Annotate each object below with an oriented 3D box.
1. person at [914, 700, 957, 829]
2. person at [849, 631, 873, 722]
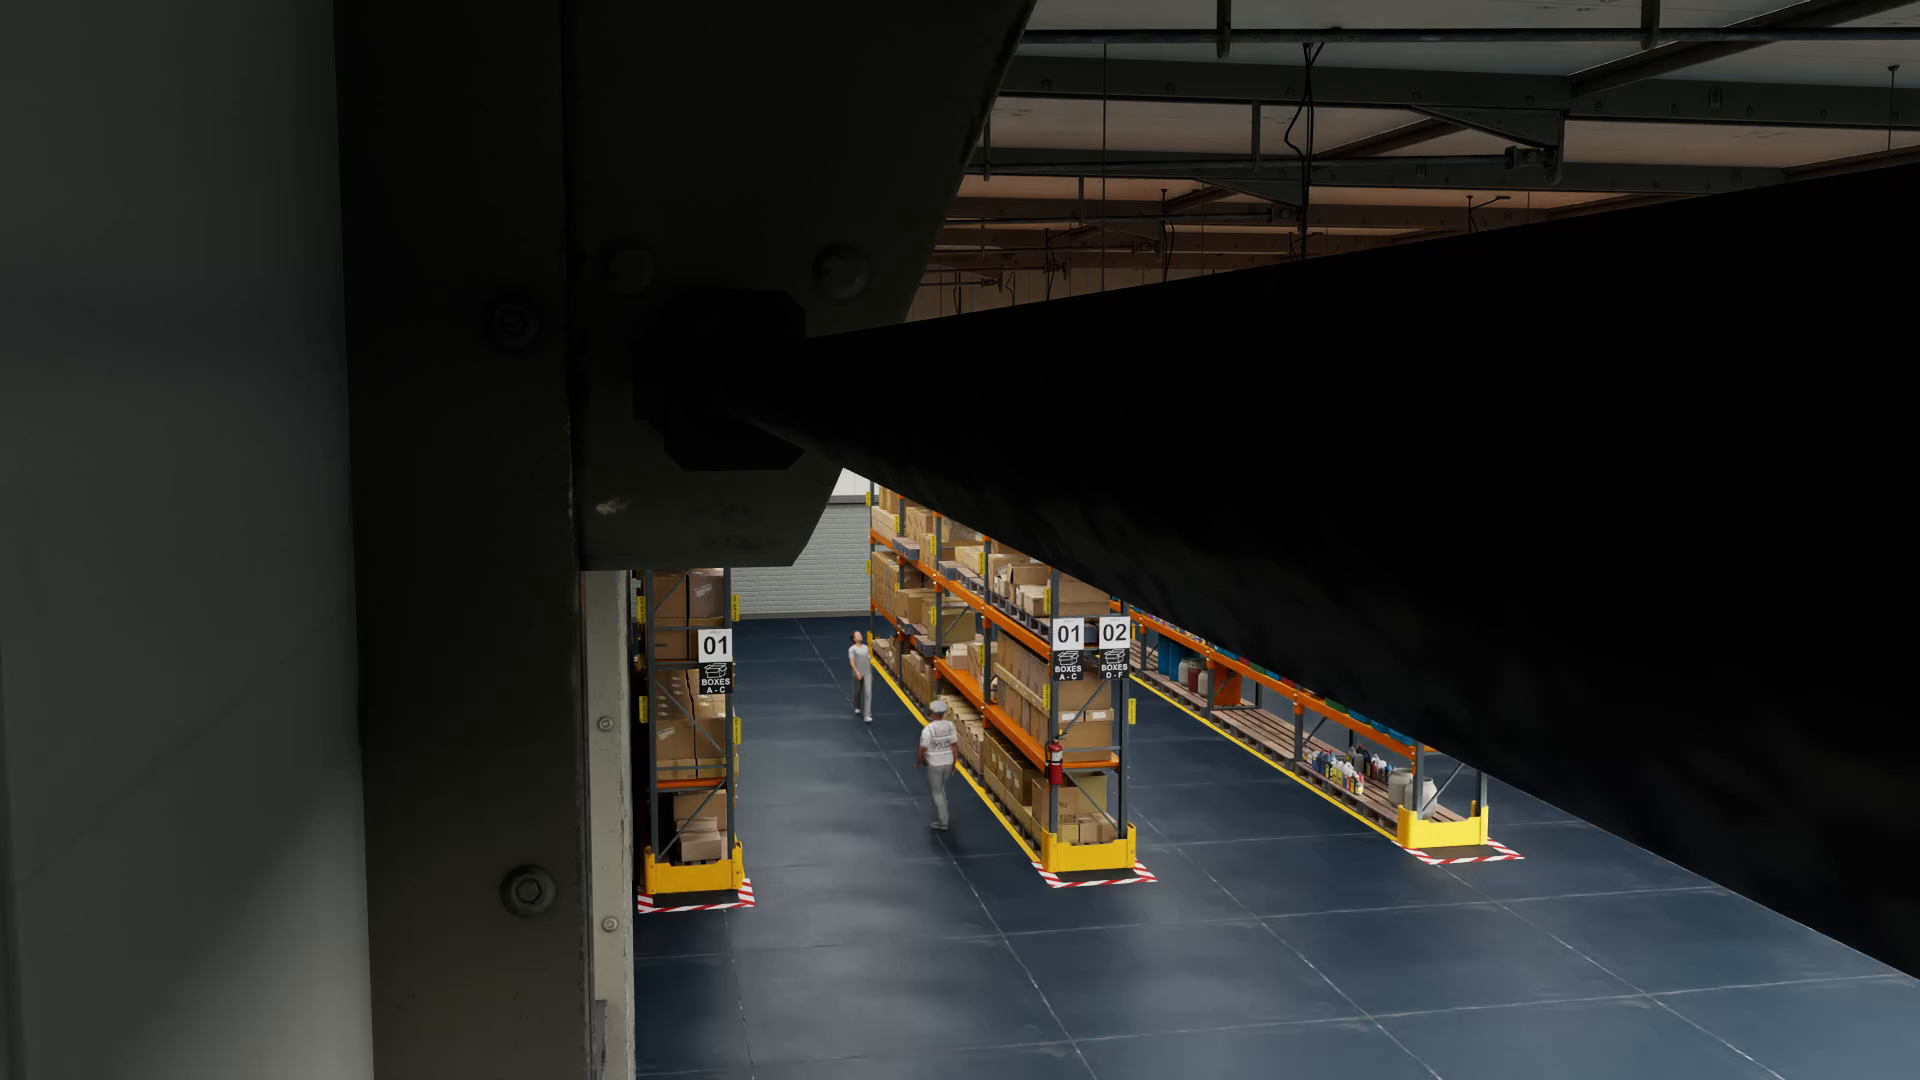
[{"bbox_3d":[-0.328,3.107,22.781,0.547,1.857,0.561,6,8,45],"label":"person"},{"bbox_3d":[-1.769,2.430,29.813,0.452,1.588,1.014,-1,6,-7],"label":"person"}]
